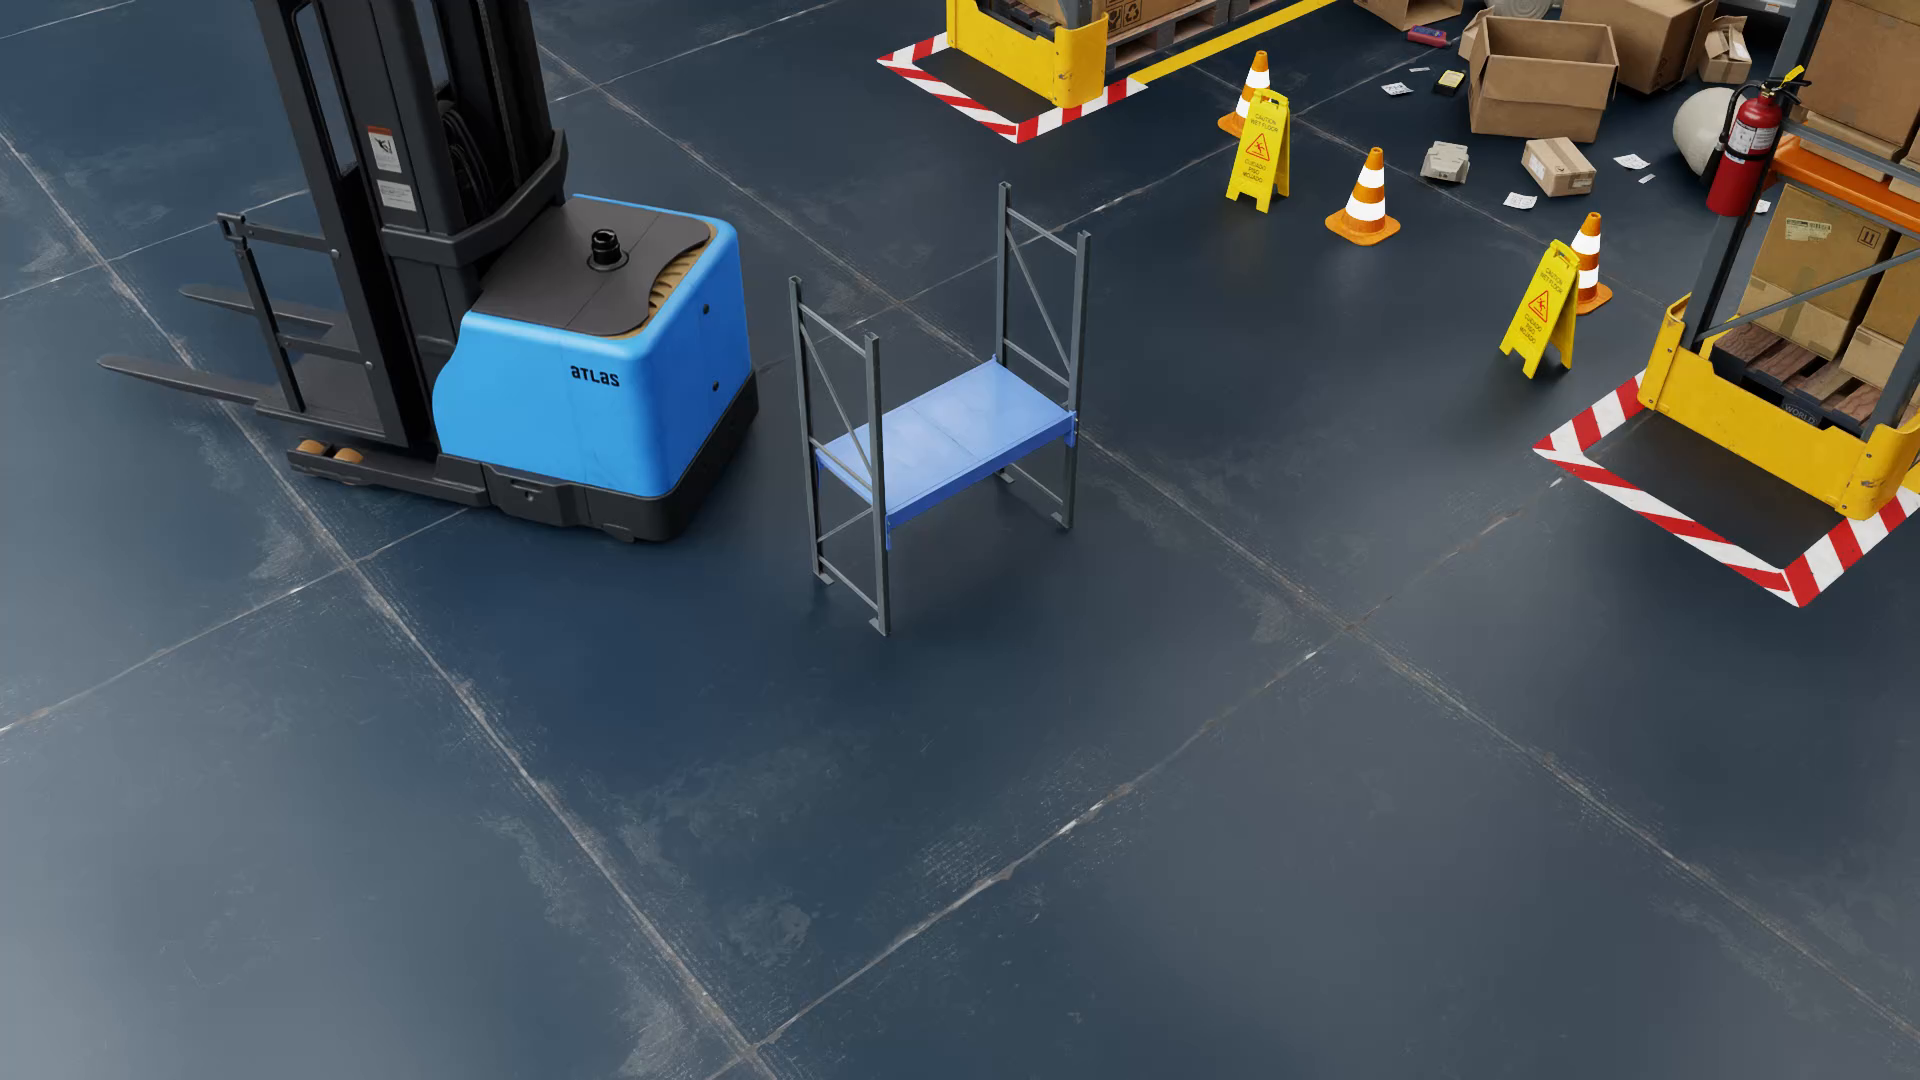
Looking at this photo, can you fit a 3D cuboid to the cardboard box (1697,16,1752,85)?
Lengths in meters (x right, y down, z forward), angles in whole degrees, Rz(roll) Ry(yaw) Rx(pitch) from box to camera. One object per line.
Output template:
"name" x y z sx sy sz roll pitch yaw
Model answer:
"cardboard box" 4.734 -3.039 10.292 0.258 0.266 0.396 7 44 7

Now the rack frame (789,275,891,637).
"rack frame" -0.455 -0.286 6.459 0.032 1.500 0.500 -30 51 -28

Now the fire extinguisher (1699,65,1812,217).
"fire extinguisher" 3.284 -1.673 6.897 0.183 0.674 0.296 -30 51 -28

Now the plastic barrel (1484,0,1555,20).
"plastic barrel" 3.596 -3.578 10.751 0.421 0.421 0.512 0 43 0

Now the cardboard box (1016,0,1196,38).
"cardboard box" 0.892 -3.775 10.324 0.875 0.875 0.875 -29 51 -28

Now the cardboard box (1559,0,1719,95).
"cardboard box" 4.103 -3.165 10.153 0.503 0.637 0.797 -30 51 -28

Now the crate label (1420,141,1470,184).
"crate label" 2.760 -2.144 9.432 0.250 0.136 0.298 14 45 15

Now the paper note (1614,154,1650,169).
"paper note" 3.863 -2.178 9.555 0.142 0.019 0.148 -14 45 -14

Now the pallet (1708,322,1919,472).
"pallet" 4.372 -0.865 8.016 1.213 0.211 1.003 -30 51 -28

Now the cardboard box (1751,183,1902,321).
"cardboard box" 4.115 -1.422 7.727 0.500 0.500 0.500 -29 51 -28

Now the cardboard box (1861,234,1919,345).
"cardboard box" 4.482 -1.153 7.441 0.500 0.500 0.500 -32 52 -29

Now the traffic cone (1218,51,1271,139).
"traffic cone" 1.733 -2.627 9.709 0.334 0.463 0.336 -30 51 -28

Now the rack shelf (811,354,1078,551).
"rack shelf" -0.065 -0.378 6.820 1.000 0.185 0.538 -30 51 -28

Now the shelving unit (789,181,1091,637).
"shelving unit" -0.065 -0.509 6.697 1.048 1.500 0.538 -30 51 -28

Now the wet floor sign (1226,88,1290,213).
"wet floor sign" 1.662 -2.154 9.072 0.267 0.644 0.232 30 51 28

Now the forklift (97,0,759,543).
"forklift" -2.517 -1.647 6.863 3.031 2.935 1.130 12 45 13

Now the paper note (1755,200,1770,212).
"paper note" 4.405 -1.862 9.210 0.142 0.019 0.148 22 47 21

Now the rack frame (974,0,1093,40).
"rack frame" 0.414 -4.064 9.386 0.127 3.000 1.000 -30 51 -28

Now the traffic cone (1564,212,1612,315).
"traffic cone" 3.170 -1.451 8.457 0.334 0.463 0.336 -30 51 -28

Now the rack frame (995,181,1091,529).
"rack frame" 0.325 -0.732 6.934 0.032 1.500 0.500 -30 51 -28

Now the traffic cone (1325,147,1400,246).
"traffic cone" 2.197 -1.884 8.918 0.334 0.463 0.336 -30 51 -28

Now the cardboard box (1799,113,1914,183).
"cardboard box" 3.817 -1.694 7.046 0.250 0.149 0.380 -28 50 -27

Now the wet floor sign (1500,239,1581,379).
"wet floor sign" 2.835 -1.130 7.981 0.232 0.644 0.267 -14 45 -14

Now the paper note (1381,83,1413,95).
"paper note" 2.674 -2.760 10.168 0.142 0.017 0.144 -14 45 -14

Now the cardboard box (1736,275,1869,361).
"cardboard box" 4.133 -1.167 8.003 0.500 0.250 0.500 -30 51 -28

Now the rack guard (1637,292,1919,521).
"rack guard" 3.726 -0.632 7.557 0.348 0.500 1.175 -30 51 -28

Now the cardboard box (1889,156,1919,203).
"cardboard box" 4.061 -1.458 6.795 0.250 0.149 0.380 -30 51 -28

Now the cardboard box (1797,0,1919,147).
"cardboard box" 3.907 -2.037 6.938 0.500 0.500 0.500 -31 51 -29

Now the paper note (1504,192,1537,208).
"paper note" 3.116 -1.888 9.237 0.148 0.019 0.142 22 47 21

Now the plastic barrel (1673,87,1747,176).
"plastic barrel" 4.281 -2.272 9.360 0.421 0.421 0.512 0 43 0

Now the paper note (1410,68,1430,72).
"paper note" 2.866 -2.932 10.365 0.123 0.001 0.032 -7 44 -7

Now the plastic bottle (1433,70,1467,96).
"plastic bottle" 3.015 -2.821 10.209 0.133 0.061 0.283 22 47 21

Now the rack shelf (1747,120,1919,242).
"rack shelf" 5.202 -2.126 7.848 4.000 0.370 1.077 -30 51 -28

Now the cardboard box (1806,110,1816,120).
"cardboard box" 3.940 -1.864 7.227 0.250 0.149 0.380 -30 51 -28

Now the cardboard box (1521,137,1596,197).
"cardboard box" 3.376 -2.106 9.384 0.250 0.149 0.380 -7 44 -7

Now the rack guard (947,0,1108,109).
"rack guard" 0.396 -3.143 10.231 0.348 0.500 1.175 -30 51 -28

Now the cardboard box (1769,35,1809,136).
"cardboard box" 5.041 -2.600 9.651 0.500 0.500 0.500 0 43 0

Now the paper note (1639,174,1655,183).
"paper note" 3.894 -2.048 9.424 0.123 0.001 0.032 -30 51 -28

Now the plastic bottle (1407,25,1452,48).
"plastic bottle" 3.014 -3.212 10.625 0.283 0.061 0.133 22 47 21

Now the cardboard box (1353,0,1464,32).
"cardboard box" 2.950 -3.690 10.812 0.500 0.500 0.500 -21 47 -21

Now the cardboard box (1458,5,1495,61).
"cardboard box" 3.346 -3.102 10.359 0.258 0.266 0.396 -21 47 -21

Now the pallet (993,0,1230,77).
"pallet" 0.977 -3.440 10.759 1.213 0.211 1.003 -30 51 -28

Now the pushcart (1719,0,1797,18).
"pushcart" 5.235 -3.486 10.686 1.648 0.377 0.936 22 47 21

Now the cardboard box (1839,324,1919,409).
"cardboard box" 4.464 -0.869 7.686 0.500 0.250 0.500 -30 51 -28

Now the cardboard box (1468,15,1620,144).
"cardboard box" 3.391 -2.700 9.758 0.797 0.503 0.637 7 44 7

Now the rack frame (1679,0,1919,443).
"rack frame" 3.668 -1.509 6.666 0.127 3.000 1.000 -30 51 -28

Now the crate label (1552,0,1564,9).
"crate label" 3.997 -3.643 11.029 0.298 0.136 0.250 7 44 7

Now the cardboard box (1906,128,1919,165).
"cardboard box" 4.209 -1.717 6.596 0.500 0.500 0.500 -31 51 -28

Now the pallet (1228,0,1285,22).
"pallet" 1.913 -3.973 11.326 1.213 0.211 1.003 -30 51 -28
